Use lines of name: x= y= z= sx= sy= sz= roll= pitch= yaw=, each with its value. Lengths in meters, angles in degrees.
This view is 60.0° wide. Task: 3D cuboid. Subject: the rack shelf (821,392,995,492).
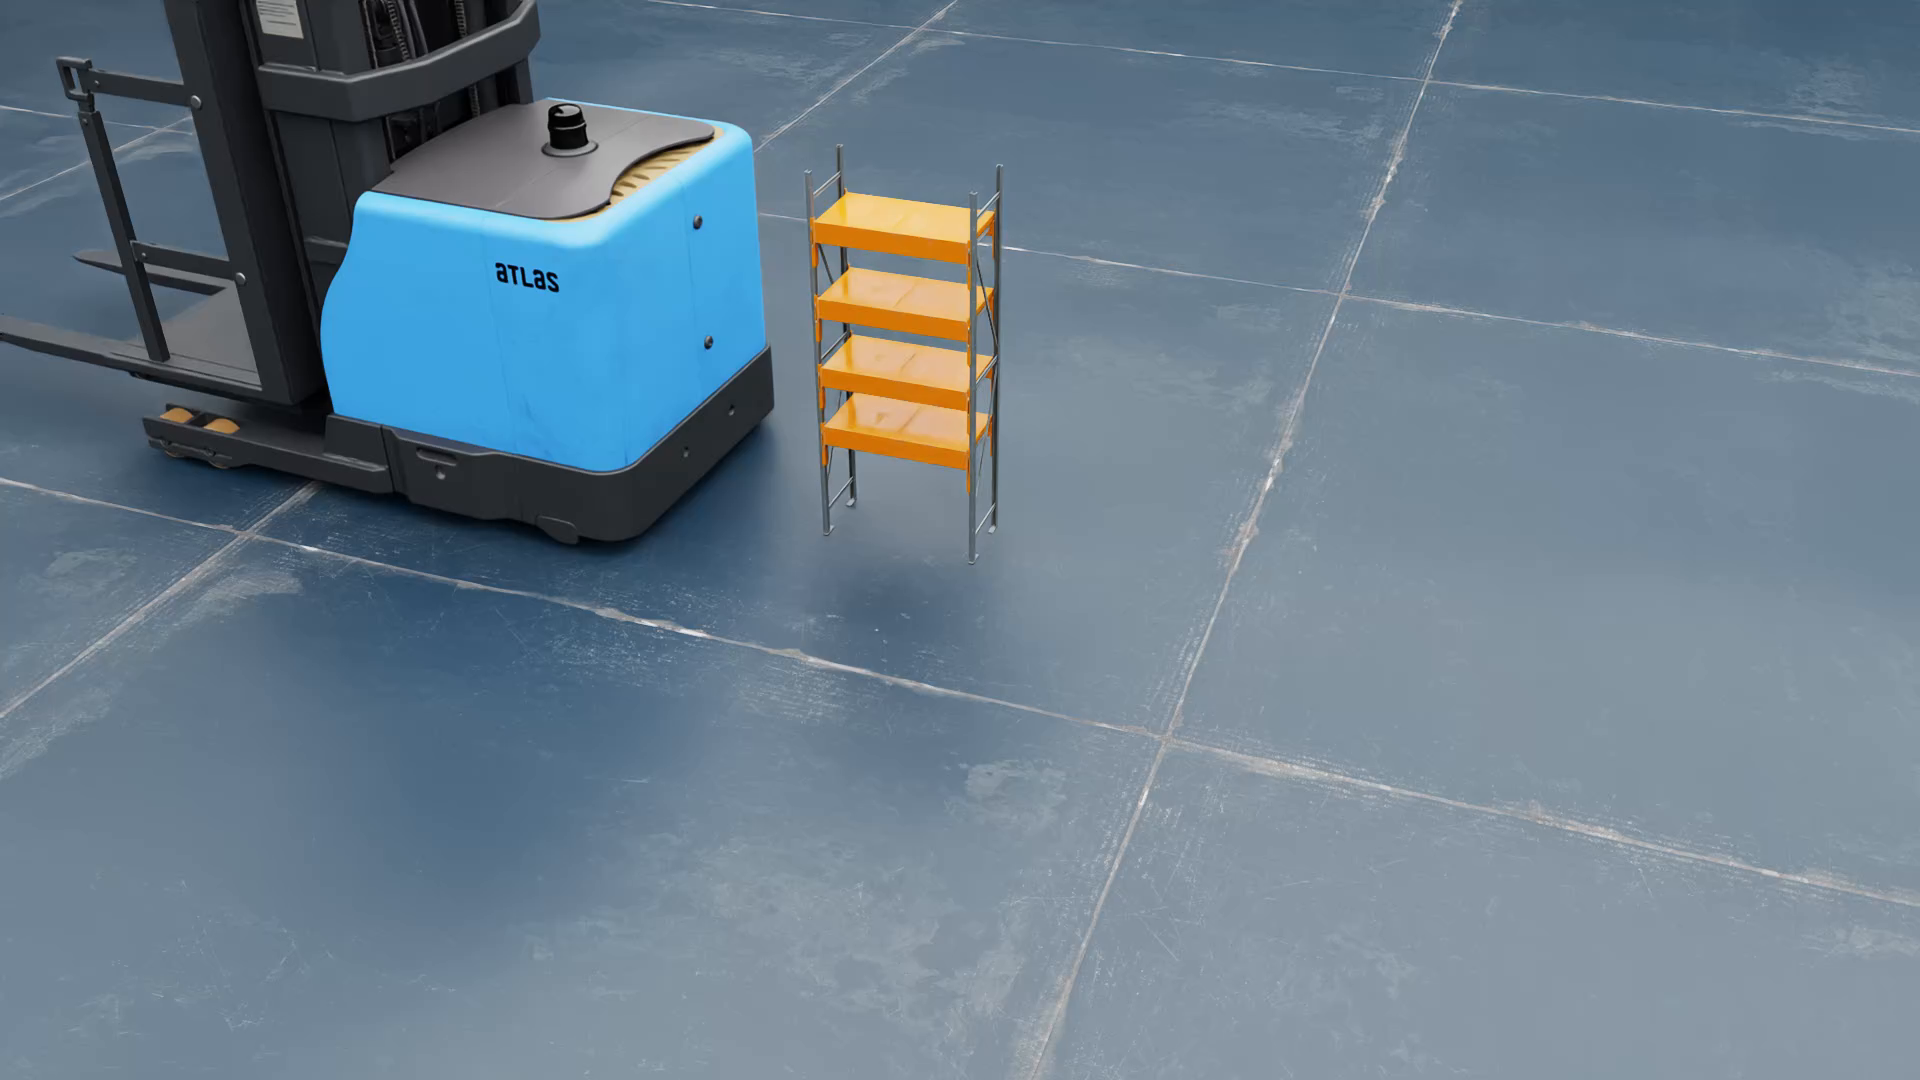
rack shelf: x=-0.156 y=-0.311 z=5.116 sx=0.480 sy=0.148 sz=0.258 roll=11 pitch=34 yaw=16

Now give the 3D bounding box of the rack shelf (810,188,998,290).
rack shelf: x=-0.156 y=-0.864 z=4.758 sx=0.480 sy=0.148 sz=0.258 roll=11 pitch=34 yaw=16

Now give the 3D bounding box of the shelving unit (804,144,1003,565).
shelving unit: x=-0.156 y=-0.534 z=4.971 sx=0.503 sy=1.200 sz=0.258 roll=11 pitch=34 yaw=16

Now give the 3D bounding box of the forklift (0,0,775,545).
forklift: x=-2.220 y=-1.722 z=5.215 sx=3.031 sy=2.935 sz=1.130 roll=12 pitch=35 yaw=18

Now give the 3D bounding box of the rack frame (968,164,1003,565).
rack frame: x=0.074 y=-0.490 z=4.902 sx=0.015 sy=1.200 sz=0.240 roll=11 pitch=34 yaw=16

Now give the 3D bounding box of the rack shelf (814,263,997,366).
rack shelf: x=-0.156 y=-0.666 z=4.887 sx=0.480 sy=0.148 sz=0.258 roll=11 pitch=34 yaw=16

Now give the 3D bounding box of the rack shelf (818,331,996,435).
rack shelf: x=-0.156 y=-0.478 z=5.008 sx=0.480 sy=0.148 sz=0.258 roll=11 pitch=34 yaw=16

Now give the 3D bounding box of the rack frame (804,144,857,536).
rack frame: x=-0.386 y=-0.579 z=5.041 sx=0.015 sy=1.200 sz=0.240 roll=11 pitch=34 yaw=16
